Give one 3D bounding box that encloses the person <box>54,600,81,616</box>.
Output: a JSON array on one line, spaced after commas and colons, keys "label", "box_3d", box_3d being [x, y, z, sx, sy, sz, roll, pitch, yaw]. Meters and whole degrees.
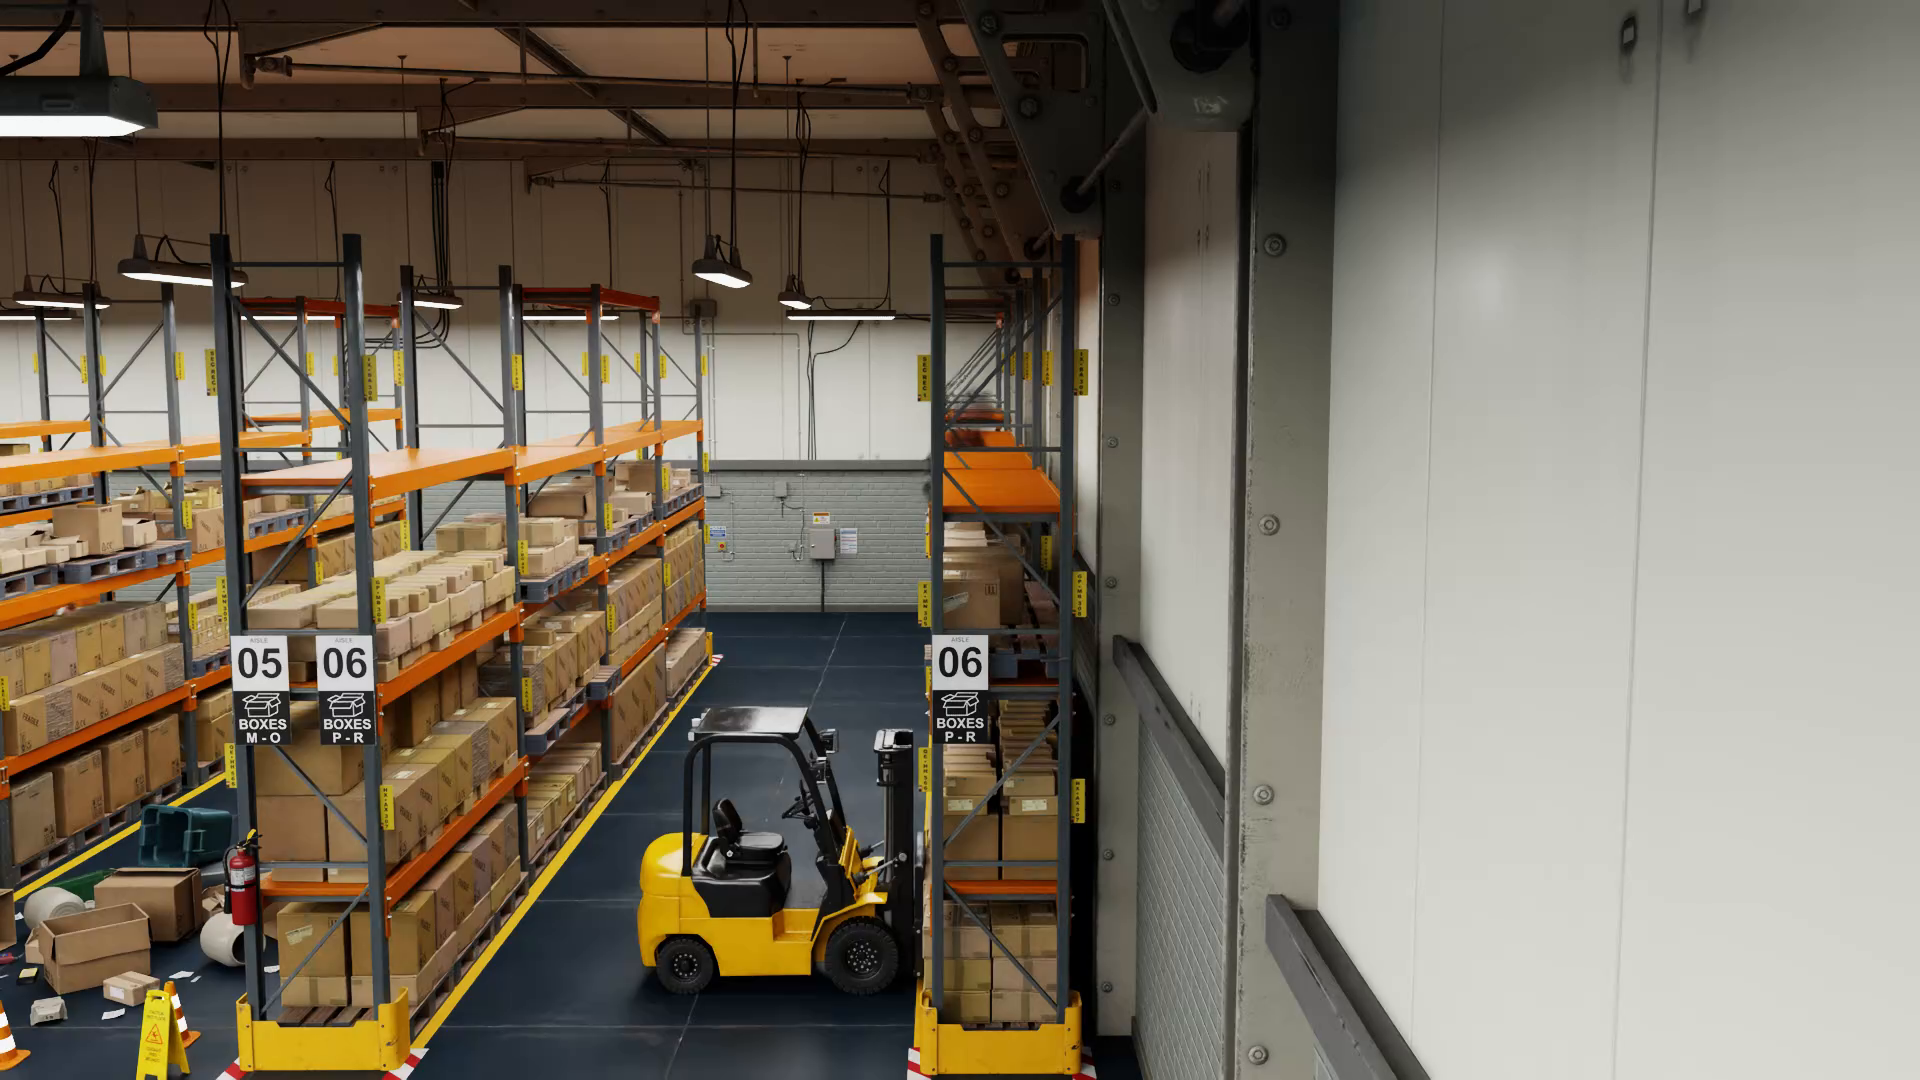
[{"label": "person", "box_3d": [-12.973, 1.621, 24.256, 0.669, 1.821, 0.779, -1, 6, -6]}]
